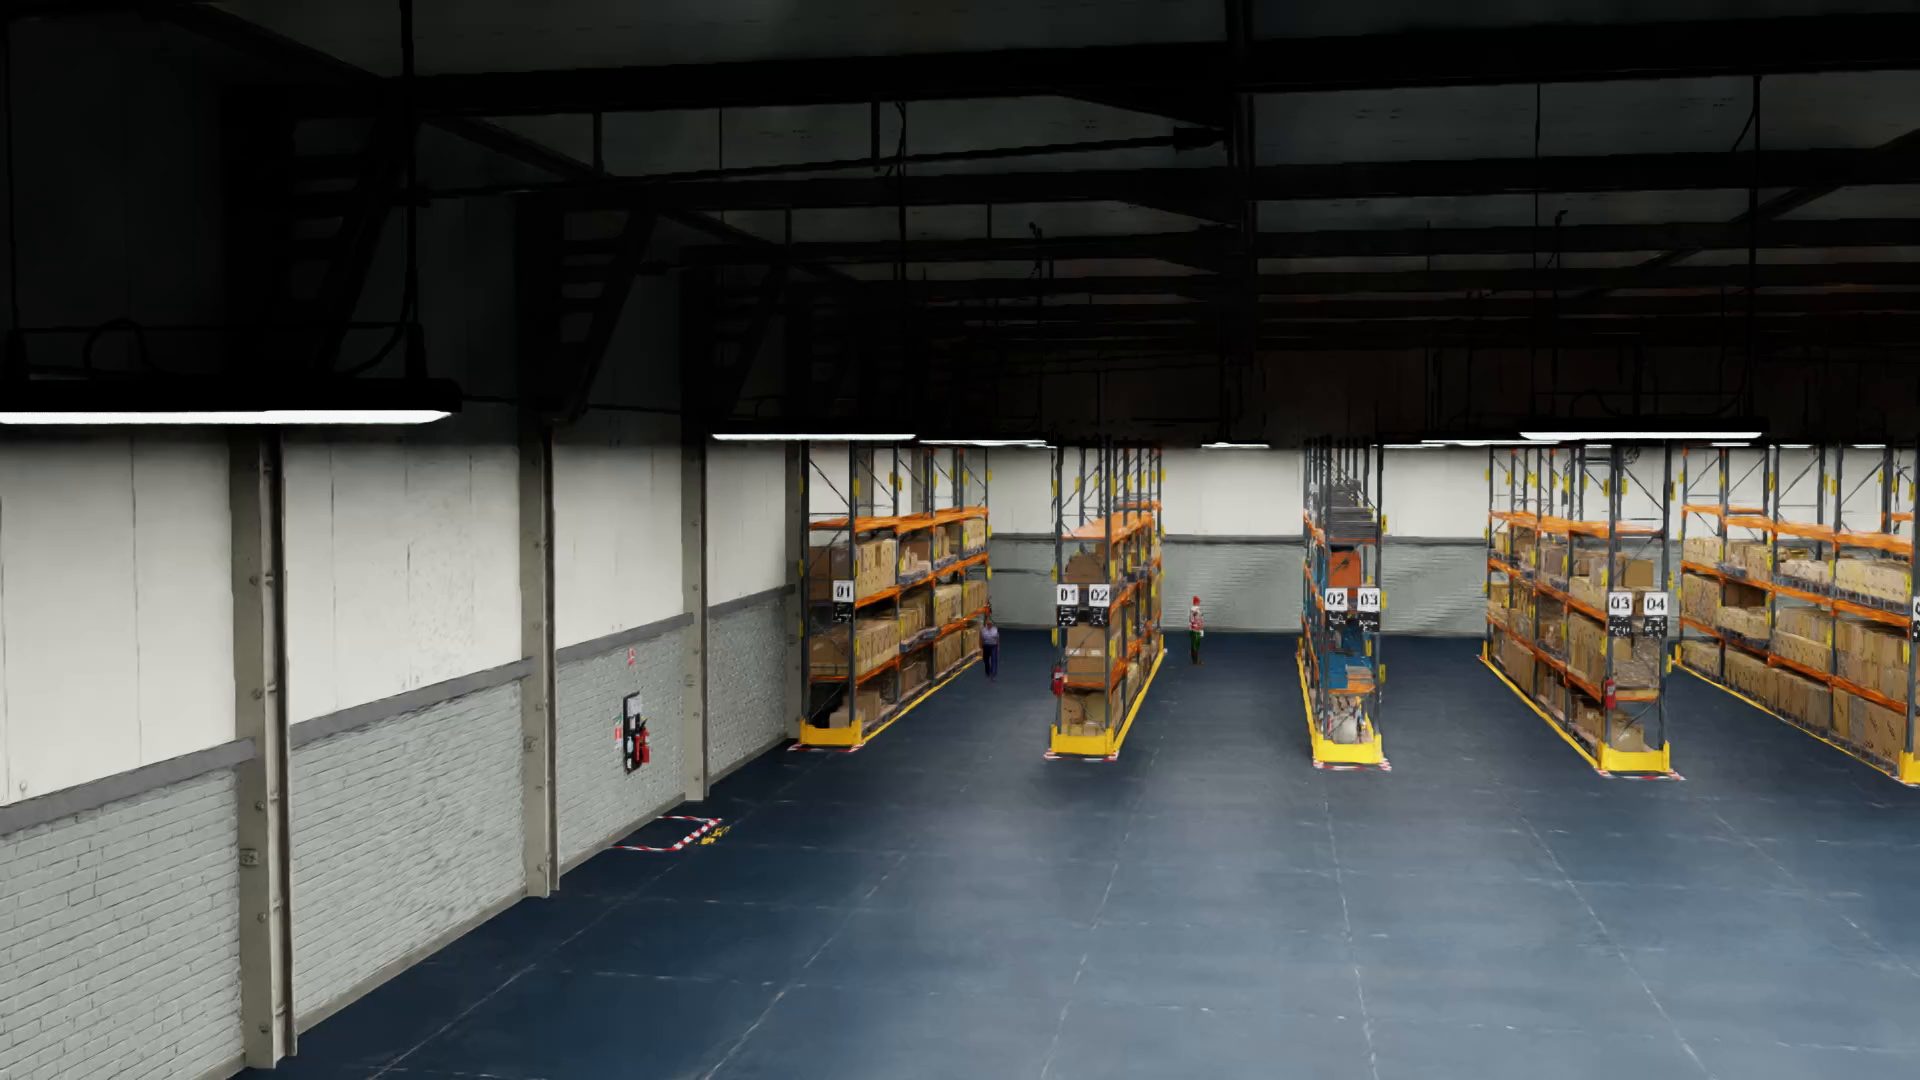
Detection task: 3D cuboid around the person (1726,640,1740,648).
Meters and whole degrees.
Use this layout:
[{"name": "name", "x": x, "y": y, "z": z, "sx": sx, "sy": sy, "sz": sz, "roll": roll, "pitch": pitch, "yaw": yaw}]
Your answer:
[{"name": "person", "x": 21.241, "y": 2.383, "z": 45.705, "sx": 0.491, "sy": 1.718, "sz": 0.706, "roll": -1, "pitch": 3, "yaw": -22}]

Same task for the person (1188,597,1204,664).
[{"name": "person", "x": 6.357, "y": 2.406, "z": 44.496, "sx": 0.442, "sy": 1.792, "sz": 0.606, "roll": -1, "pitch": 3, "yaw": -20}]

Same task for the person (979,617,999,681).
[{"name": "person", "x": 0.724, "y": 2.685, "z": 41.401, "sx": 0.480, "sy": 1.566, "sz": 1.091, "roll": 0, "pitch": 3, "yaw": 8}]
